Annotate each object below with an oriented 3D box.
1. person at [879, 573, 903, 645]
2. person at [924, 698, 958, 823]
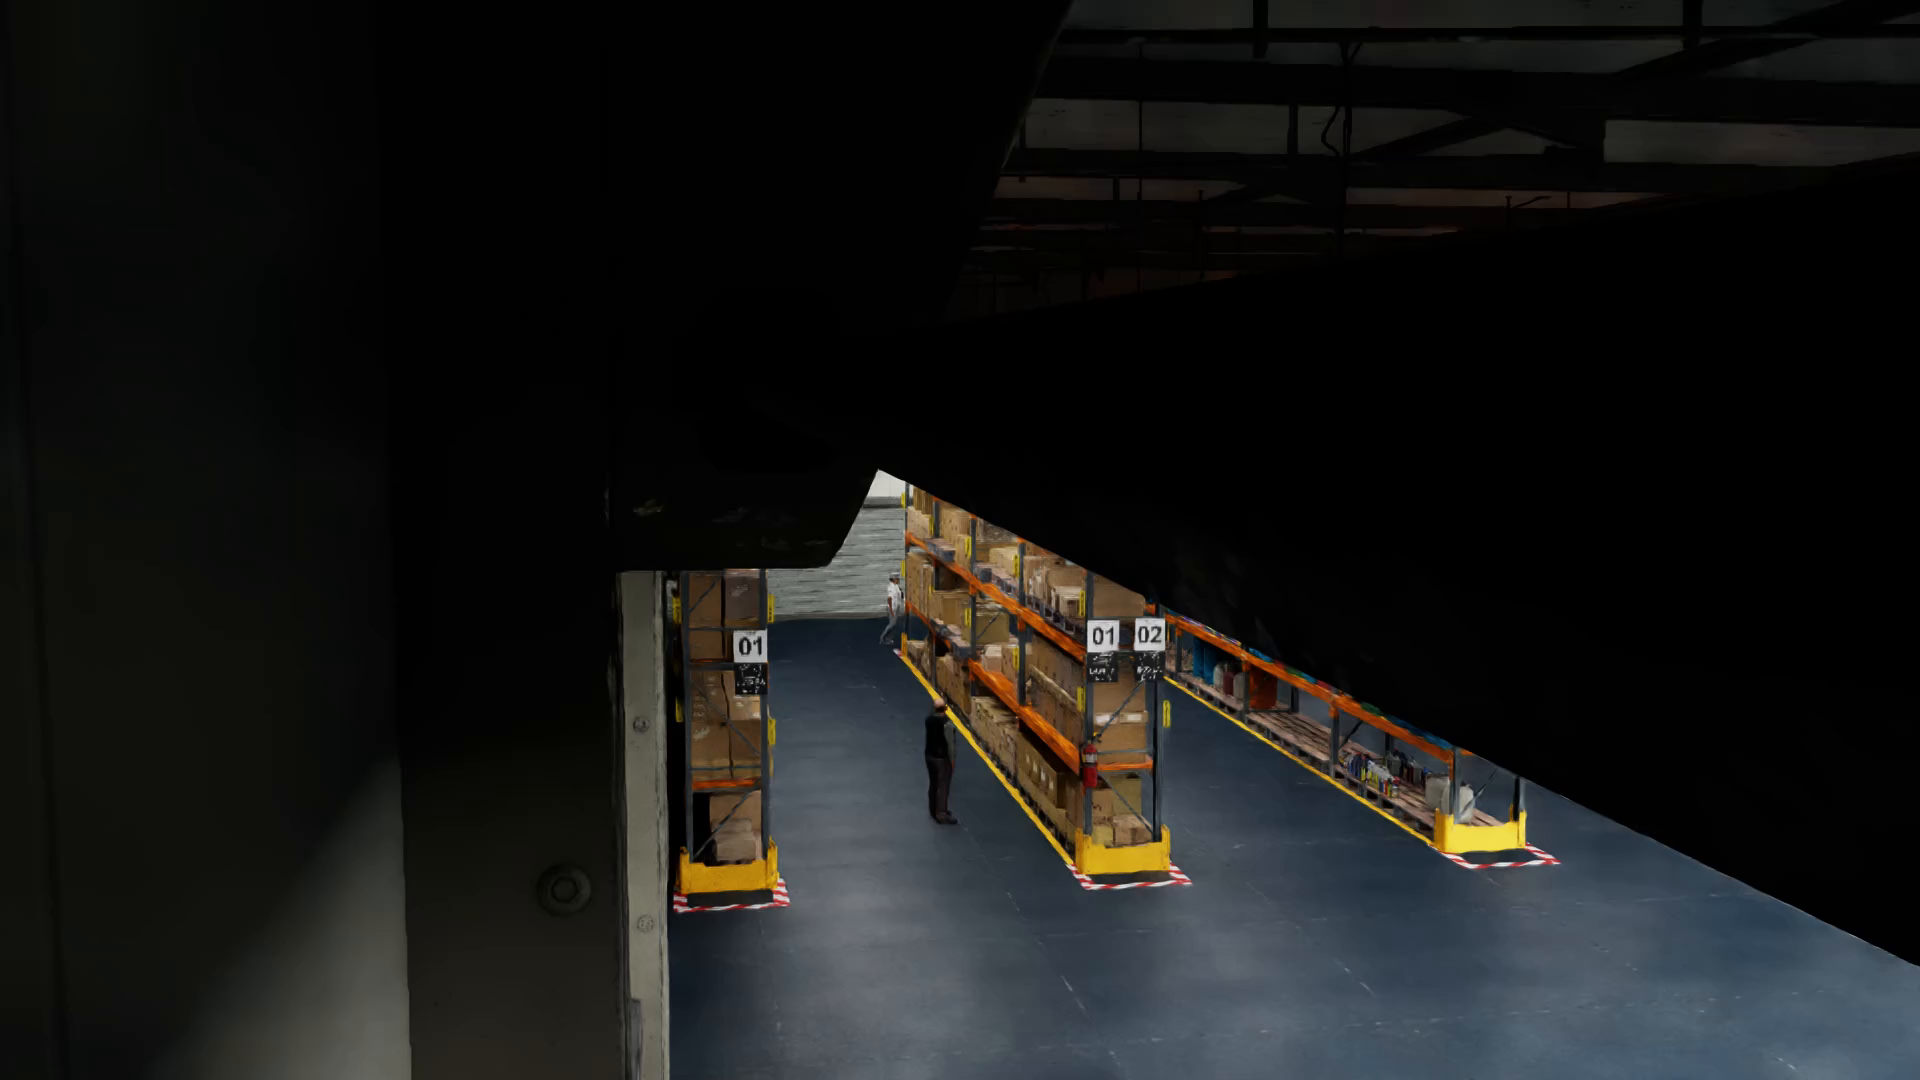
[{"bbox_3d":[-1.589,1.574,37.863,0.458,1.655,0.627,2,6,20],"label":"person"},{"bbox_3d":[-0.243,3.053,23.222,0.448,1.730,0.586,-5,8,-41],"label":"person"}]
